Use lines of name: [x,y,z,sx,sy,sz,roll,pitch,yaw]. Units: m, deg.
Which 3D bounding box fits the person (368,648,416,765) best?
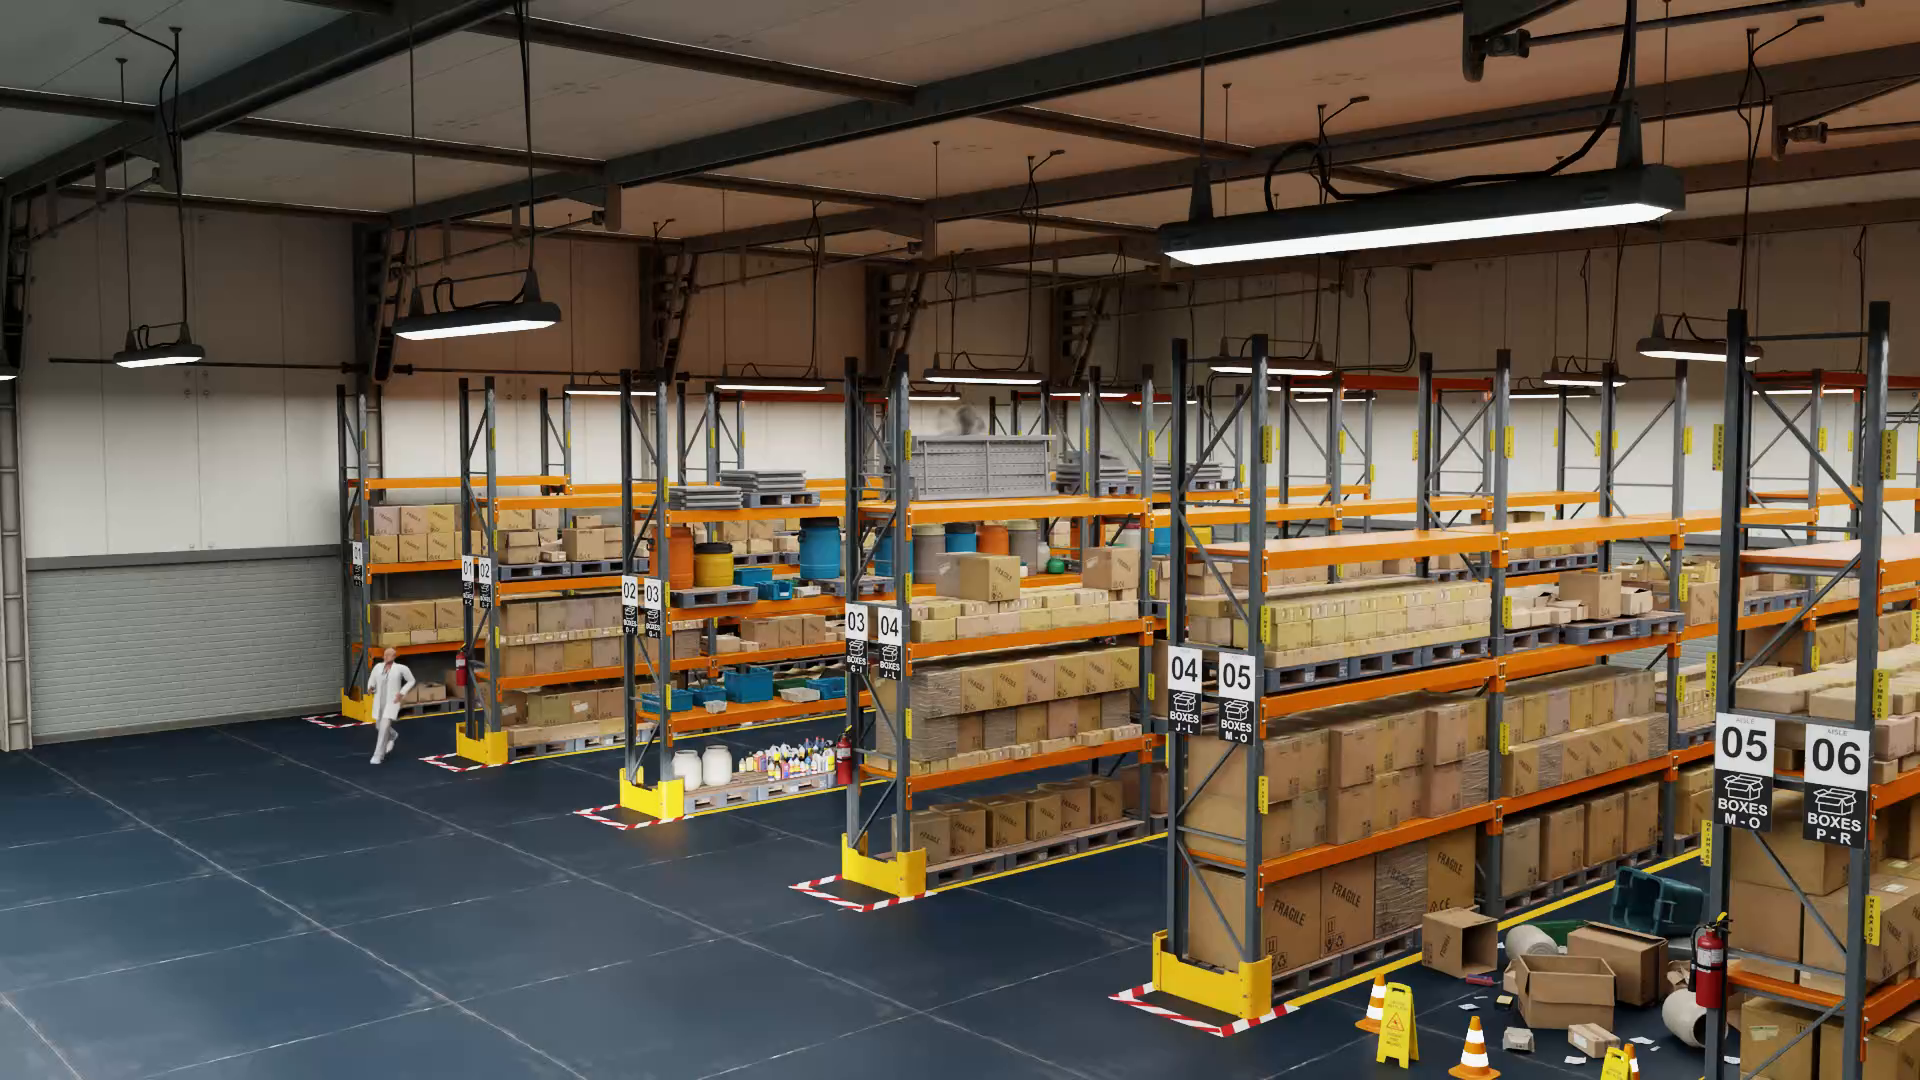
person: [-8.944,2.576,26.128,0.720,1.776,0.934,1,4,10]
